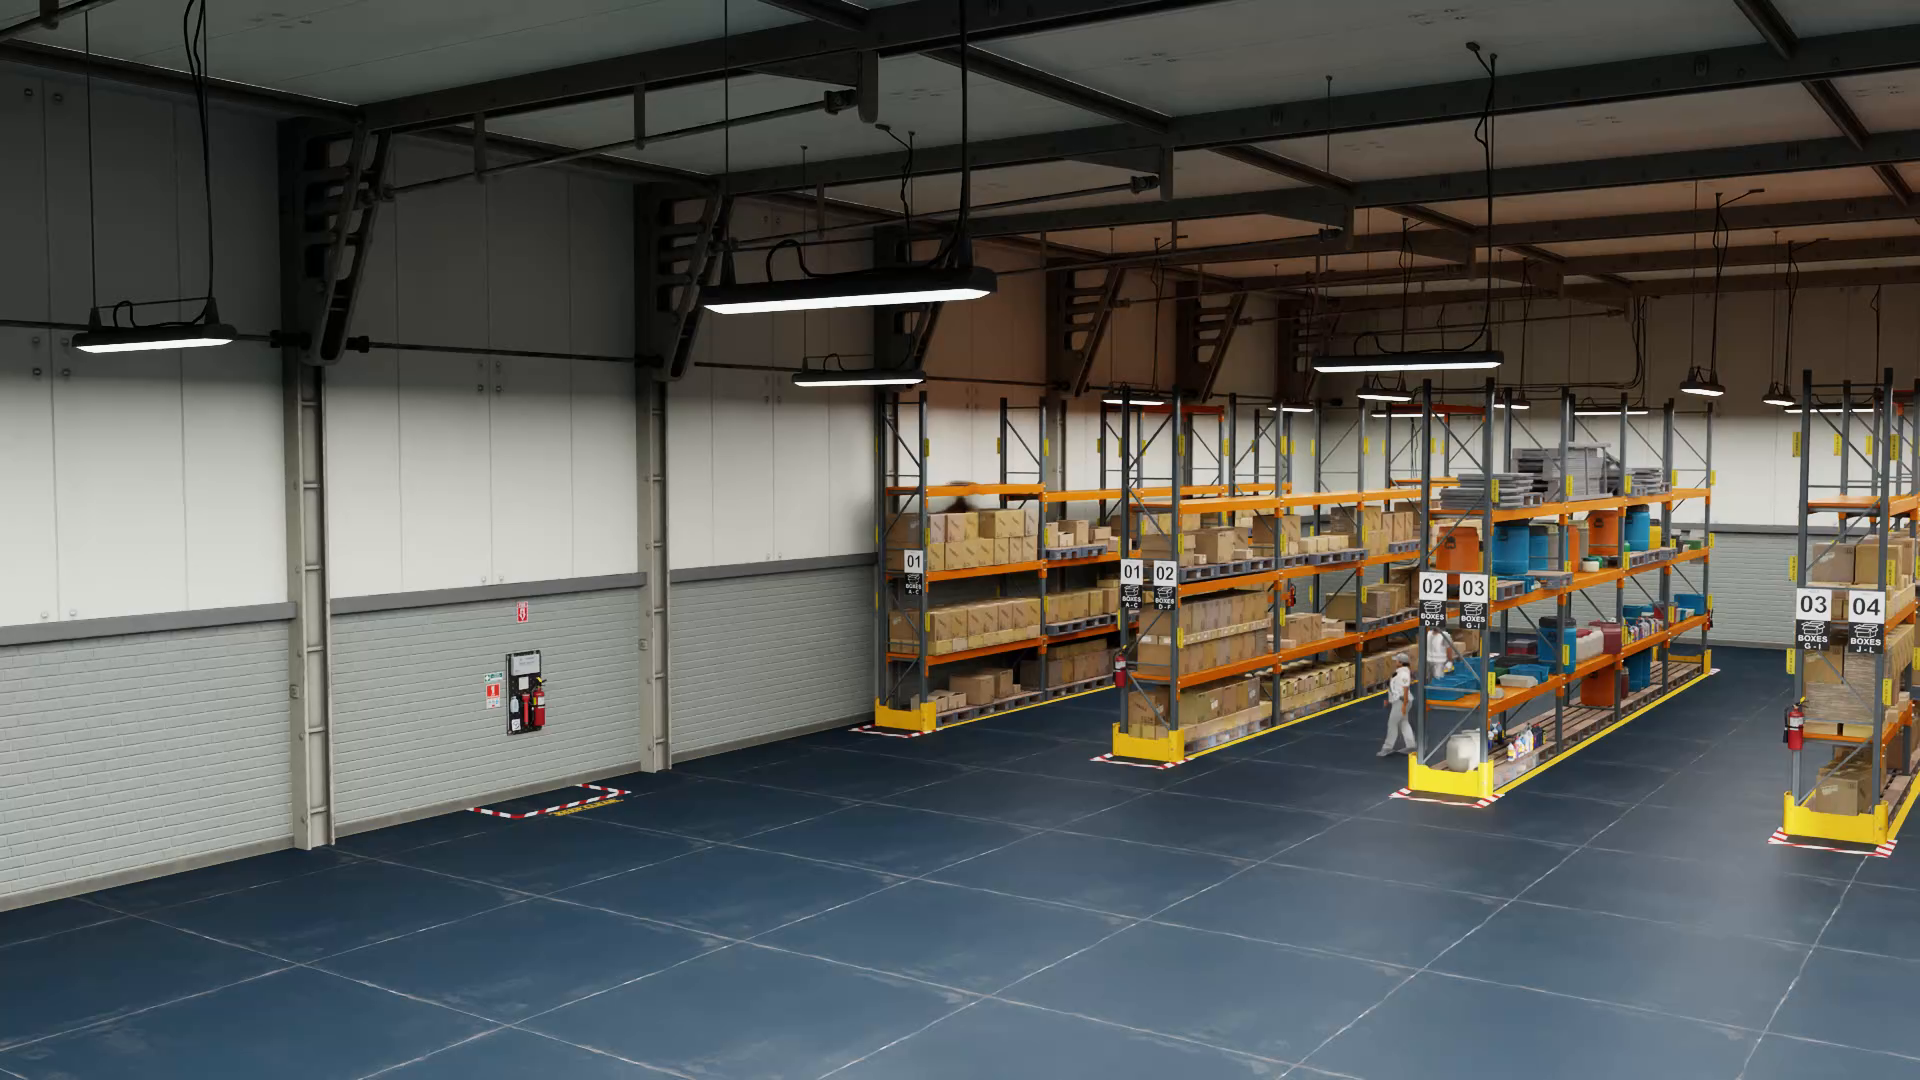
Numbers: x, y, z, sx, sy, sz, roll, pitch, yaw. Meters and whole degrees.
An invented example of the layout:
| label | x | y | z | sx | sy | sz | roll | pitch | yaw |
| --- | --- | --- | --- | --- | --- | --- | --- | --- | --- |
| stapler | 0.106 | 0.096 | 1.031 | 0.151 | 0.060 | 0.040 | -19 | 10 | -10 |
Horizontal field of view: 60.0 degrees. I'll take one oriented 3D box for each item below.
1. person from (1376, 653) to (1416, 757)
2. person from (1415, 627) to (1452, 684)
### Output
| label | x | y | z | sx | sy | sz | roll | pitch | yaw |
| --- | --- | --- | --- | --- | --- | --- | --- | --- | --- |
| person | 7.095 | 2.669 | 27.070 | 0.743 | 1.660 | 0.546 | 0 | 3 | -6 |
| person | 9.125 | 2.349 | 32.039 | 0.667 | 1.743 | 0.999 | 2 | 4 | 30 |
